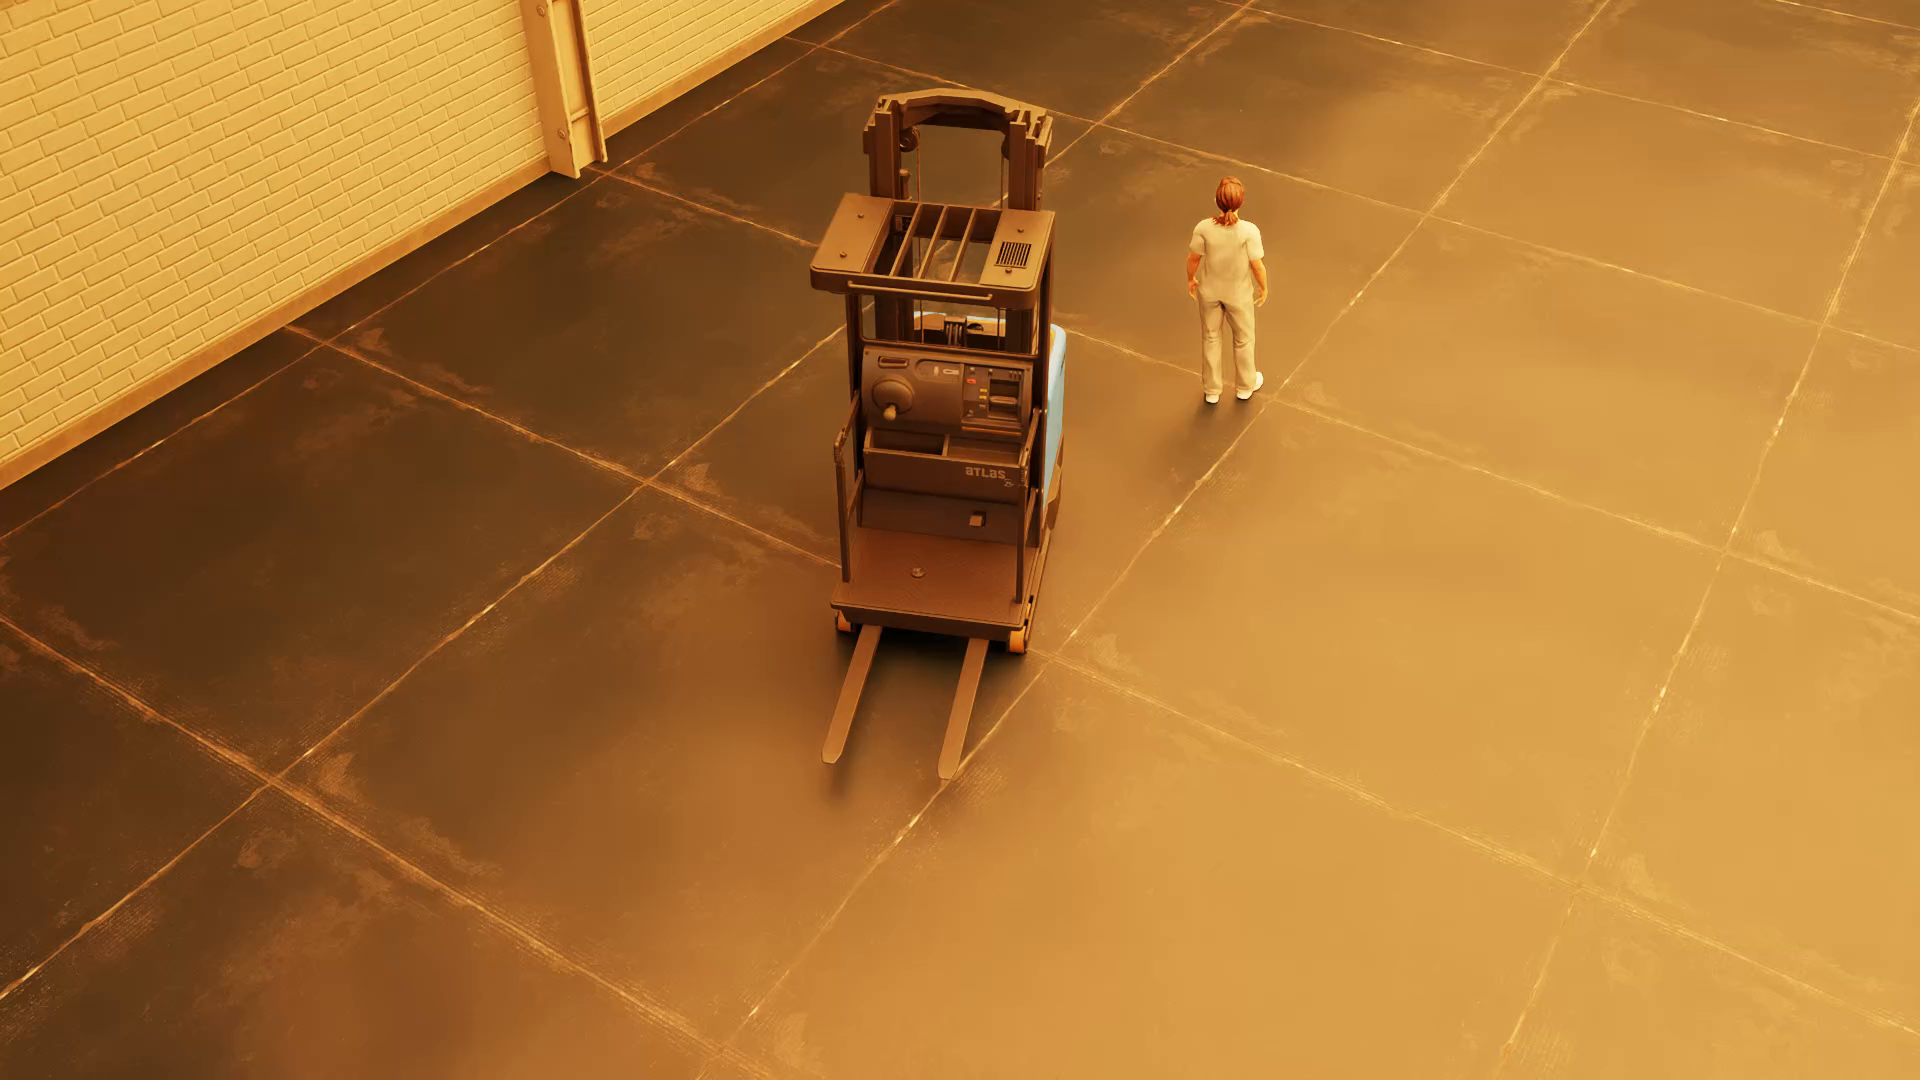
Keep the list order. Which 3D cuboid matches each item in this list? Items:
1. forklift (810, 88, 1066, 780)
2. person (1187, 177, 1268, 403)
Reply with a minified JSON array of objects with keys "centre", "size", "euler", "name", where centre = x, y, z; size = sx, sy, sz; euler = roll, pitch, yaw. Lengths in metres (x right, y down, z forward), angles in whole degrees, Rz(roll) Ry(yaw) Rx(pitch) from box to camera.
[{"centre":[-0.108,-0.731,8.830],"size":[1.130,2.935,3.031],"euler":[7,41,8],"name":"forklift"},{"centre":[1.759,-1.649,10.873],"size":[0.550,1.675,0.549],"euler":[13,42,15],"name":"person"}]
